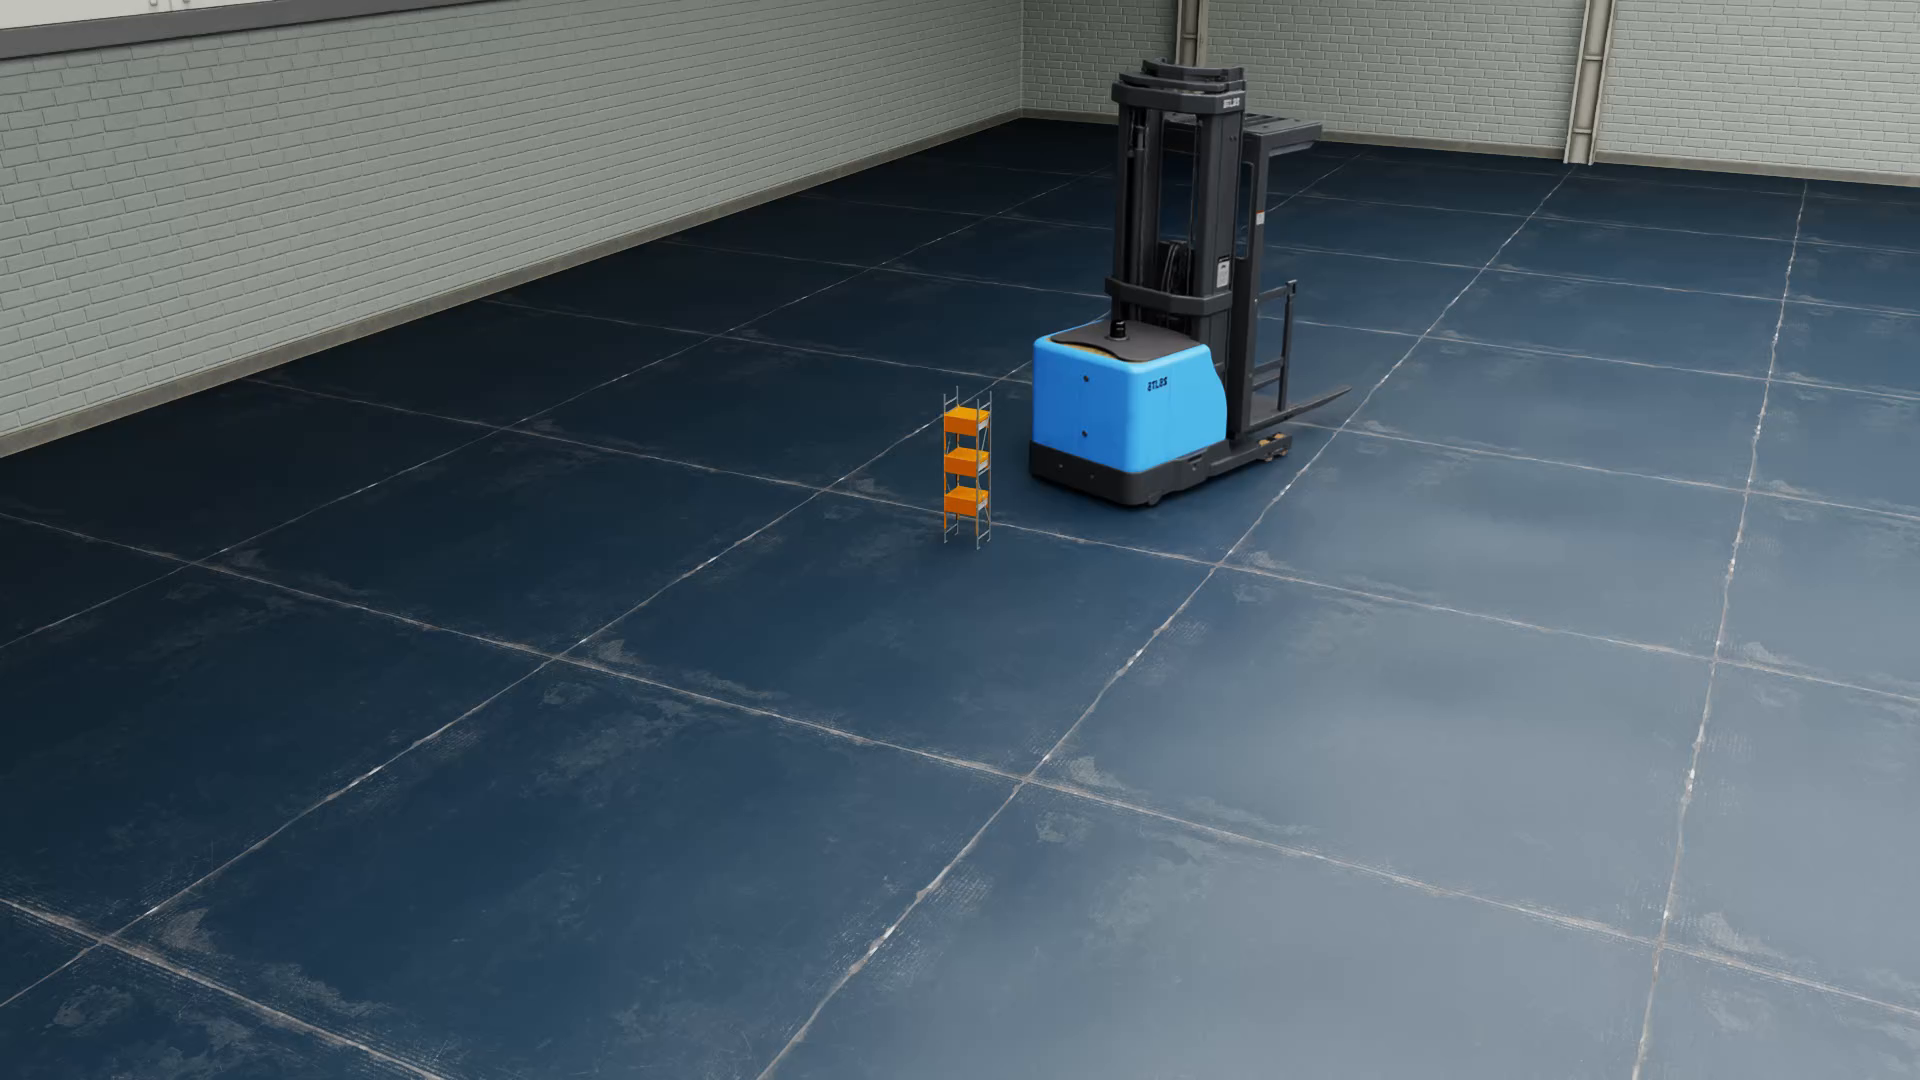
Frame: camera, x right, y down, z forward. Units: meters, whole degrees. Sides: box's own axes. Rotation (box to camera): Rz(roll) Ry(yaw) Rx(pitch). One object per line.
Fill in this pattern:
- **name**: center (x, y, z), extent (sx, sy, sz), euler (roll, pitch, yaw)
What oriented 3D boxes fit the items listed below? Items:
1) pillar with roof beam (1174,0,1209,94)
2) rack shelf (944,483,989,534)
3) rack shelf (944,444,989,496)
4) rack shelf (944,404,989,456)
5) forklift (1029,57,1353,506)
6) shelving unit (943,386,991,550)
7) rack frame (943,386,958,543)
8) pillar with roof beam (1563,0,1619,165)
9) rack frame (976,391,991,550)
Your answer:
- **pillar with roof beam**: center (1.691, -9.183, 21.345), extent (0.400, 9.000, 9.100), euler (11, 25, 25)
- **rack shelf**: center (0.048, -0.208, 11.135), extent (0.240, 0.259, 0.215), euler (11, 25, 25)
- **rack shelf**: center (0.048, -0.464, 11.026), extent (0.240, 0.259, 0.215), euler (11, 25, 25)
- **rack shelf**: center (0.048, -0.725, 10.915), extent (0.240, 0.259, 0.215), euler (11, 25, 25)
- **forklift**: center (1.911, -2.071, 12.374), extent (3.031, 2.935, 1.130), euler (-21, 31, -40)
- **shelving unit**: center (0.048, -0.474, 11.022), extent (0.252, 1.050, 0.215), euler (11, 25, 25)
- **rack frame**: center (-0.061, -0.495, 11.073), extent (0.008, 1.050, 0.200), euler (11, 25, 25)
- **pillar with roof beam**: center (7.046, -8.124, 18.853), extent (0.400, 9.000, 9.100), euler (11, 25, 25)
- **rack frame**: center (0.157, -0.452, 10.972), extent (0.008, 1.050, 0.200), euler (11, 25, 25)
